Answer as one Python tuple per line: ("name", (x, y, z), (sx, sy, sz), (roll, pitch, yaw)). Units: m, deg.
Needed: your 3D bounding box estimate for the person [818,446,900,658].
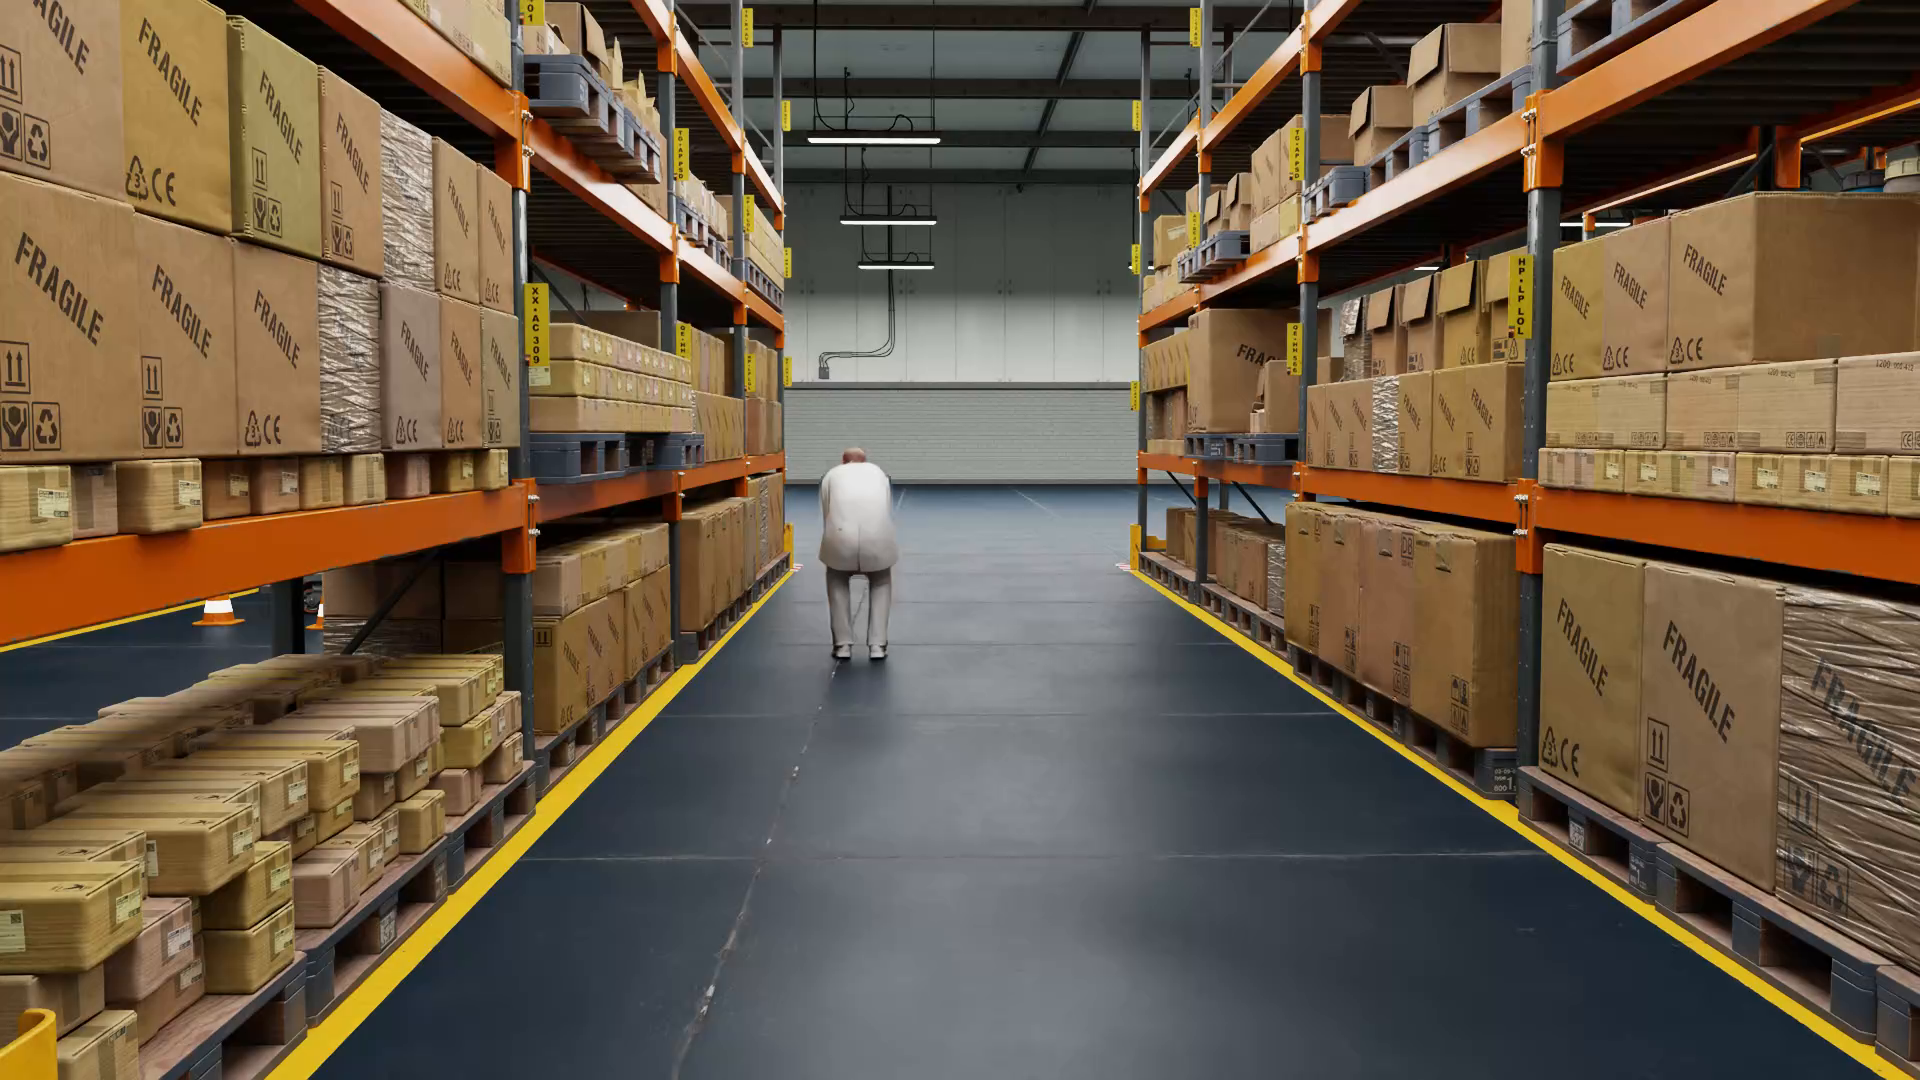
("person", (-0.694, 0.073, 11.389), (0.552, 1.421, 0.858), (0, 4, -4))
